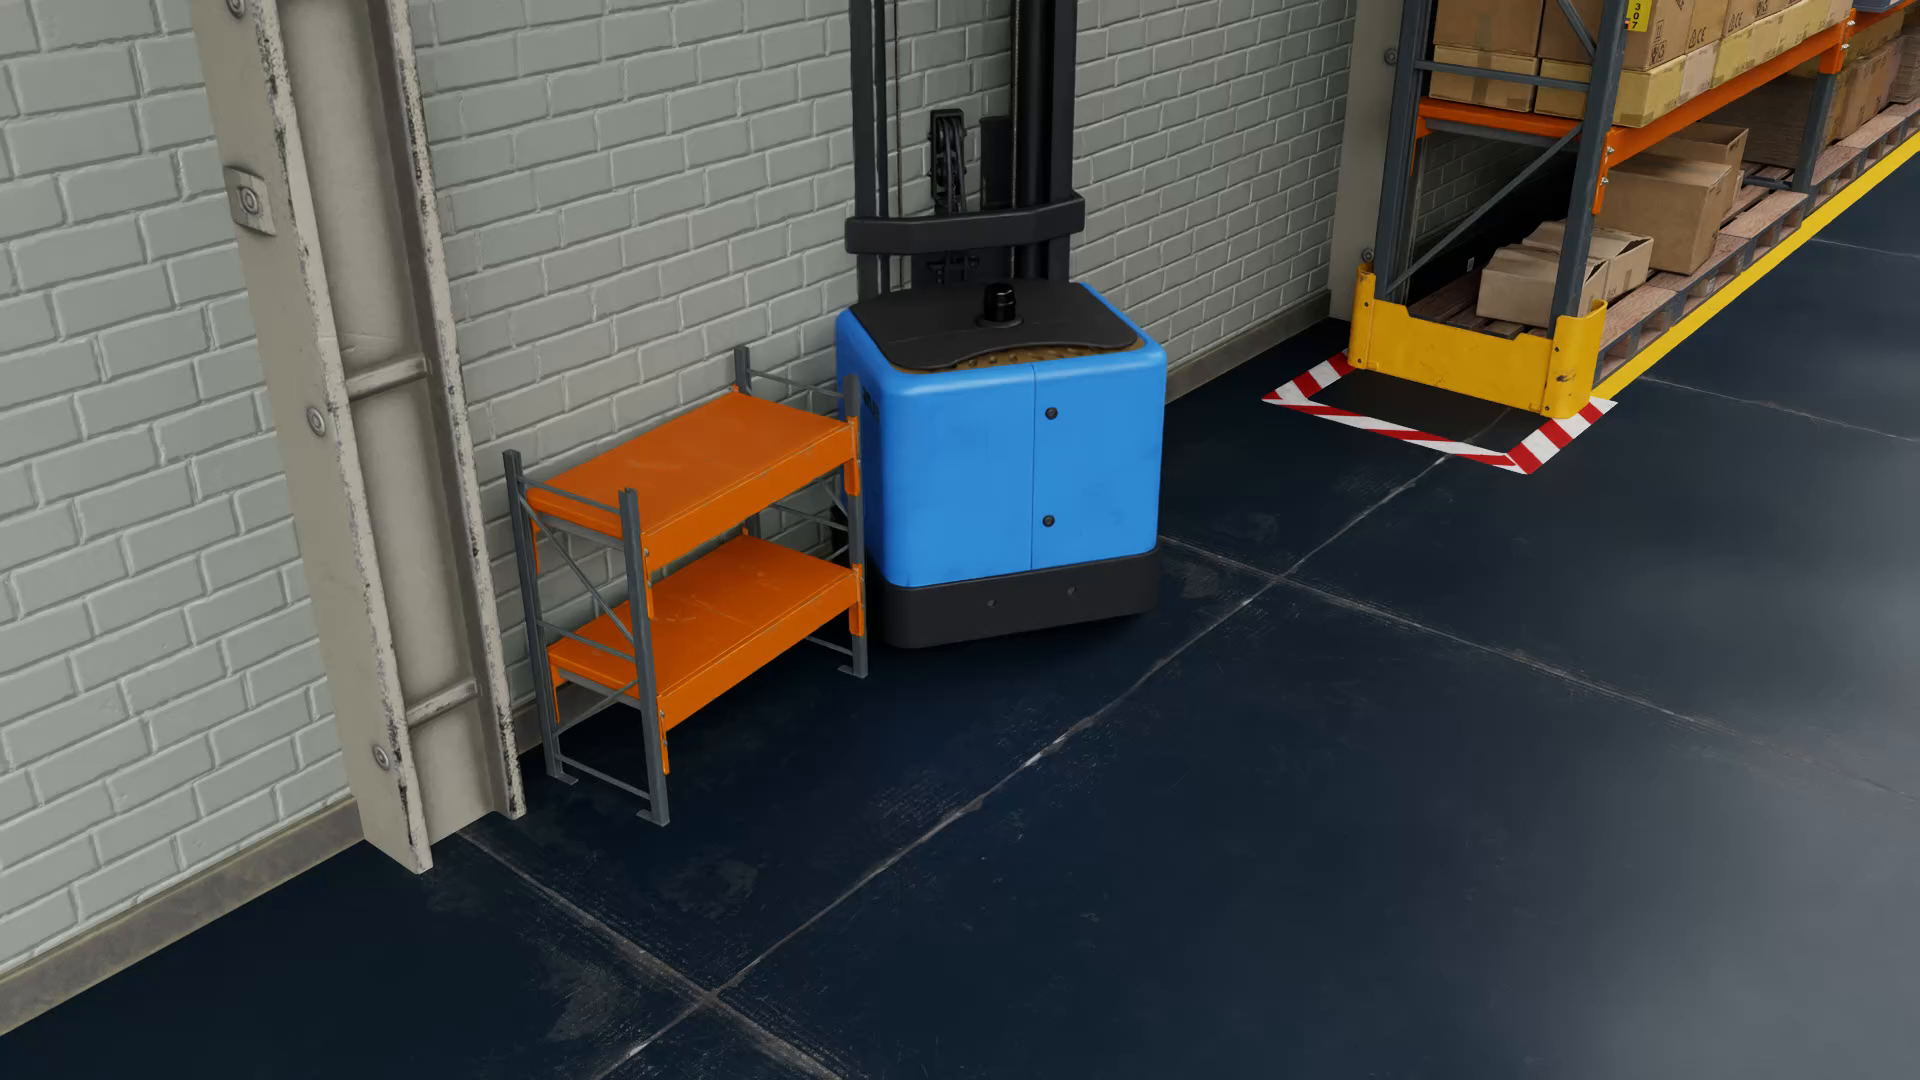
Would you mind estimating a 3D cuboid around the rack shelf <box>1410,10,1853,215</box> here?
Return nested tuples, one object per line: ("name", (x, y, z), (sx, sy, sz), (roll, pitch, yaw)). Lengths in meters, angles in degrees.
("rack shelf", (3.734, -2.485, 9.071), (1.077, 0.370, 4.000), (21, 34, 34))

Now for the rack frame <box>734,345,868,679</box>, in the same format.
("rack frame", (-0.538, -0.084, 5.687), (0.500, 1.125, 0.032), (17, 32, 30))

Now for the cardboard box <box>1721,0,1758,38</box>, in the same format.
("cardboard box", (3.653, -2.805, 8.234), (0.500, 0.500, 0.500), (19, 33, 33))

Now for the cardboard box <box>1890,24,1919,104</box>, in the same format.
("cardboard box", (7.133, -3.746, 12.968), (0.700, 0.500, 0.500), (21, 34, 35))

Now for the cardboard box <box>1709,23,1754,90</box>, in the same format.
("cardboard box", (3.665, -2.485, 8.430), (0.500, 0.250, 0.500), (20, 34, 34))

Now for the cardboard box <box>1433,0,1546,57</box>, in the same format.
("cardboard box", (2.598, -2.600, 7.836), (0.500, 0.500, 0.500), (20, 34, 34))

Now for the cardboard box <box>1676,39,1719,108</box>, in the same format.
("cardboard box", (3.337, -2.306, 8.084), (0.500, 0.250, 0.500), (20, 33, 33))

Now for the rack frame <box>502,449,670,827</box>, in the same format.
("rack frame", (-1.103, 0.305, 4.936), (0.500, 1.125, 0.032), (17, 32, 30))

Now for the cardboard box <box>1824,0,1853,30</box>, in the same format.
("cardboard box", (4.939, -3.199, 9.811), (0.500, 0.250, 0.500), (21, 34, 35))

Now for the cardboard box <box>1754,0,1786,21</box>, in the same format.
("cardboard box", (3.972, -2.992, 8.594), (0.500, 0.500, 0.500), (22, 35, 36))

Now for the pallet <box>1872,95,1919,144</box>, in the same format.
("pallet", (7.052, -3.416, 13.124), (1.003, 0.211, 1.213), (21, 34, 34))

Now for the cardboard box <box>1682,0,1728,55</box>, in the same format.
("cardboard box", (3.320, -2.624, 7.883), (0.500, 0.500, 0.500), (21, 34, 35))

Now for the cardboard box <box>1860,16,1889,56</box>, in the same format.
("cardboard box", (6.399, -3.712, 12.085), (0.500, 0.250, 0.500), (21, 34, 34))

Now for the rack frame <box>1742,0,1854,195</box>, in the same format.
("rack frame", (5.006, -3.513, 10.277), (1.000, 3.000, 0.127), (21, 34, 34))

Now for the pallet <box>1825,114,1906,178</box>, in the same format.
("pallet", (6.276, -2.986, 12.292), (1.003, 0.211, 1.213), (21, 34, 34))

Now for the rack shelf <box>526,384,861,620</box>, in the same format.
("rack shelf", (-0.821, -0.149, 5.177), (0.538, 0.278, 1.000), (17, 32, 30))

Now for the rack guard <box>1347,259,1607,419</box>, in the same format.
("rack guard", (2.510, -1.012, 8.162), (1.175, 0.500, 0.348), (21, 34, 34))

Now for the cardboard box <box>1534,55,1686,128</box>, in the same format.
("cardboard box", (3.018, -2.117, 7.720), (0.500, 0.250, 0.500), (20, 33, 33))

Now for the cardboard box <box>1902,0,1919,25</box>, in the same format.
("cardboard box", (8.120, -4.386, 13.845), (0.750, 0.750, 0.750), (20, 34, 34))

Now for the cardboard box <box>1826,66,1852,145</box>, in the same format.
("cardboard box", (5.752, -3.062, 11.646), (0.700, 0.500, 0.500), (20, 33, 33))

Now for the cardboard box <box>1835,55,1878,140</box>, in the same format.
("cardboard box", (6.107, -3.231, 11.973), (0.700, 0.500, 0.500), (21, 34, 35))

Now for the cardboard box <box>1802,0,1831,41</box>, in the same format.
("cardboard box", (4.616, -3.025, 9.474), (0.500, 0.250, 0.500), (21, 34, 35))

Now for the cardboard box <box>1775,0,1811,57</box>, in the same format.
("cardboard box", (4.308, -2.842, 9.120), (0.500, 0.250, 0.500), (21, 34, 34))

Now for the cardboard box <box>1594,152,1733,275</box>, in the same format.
("cardboard box", (3.839, -1.847, 9.297), (0.700, 0.500, 0.500), (18, 33, 31))

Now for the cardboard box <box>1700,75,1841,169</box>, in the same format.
("cardboard box", (5.462, -2.864, 11.264), (0.700, 0.500, 0.500), (22, 35, 36))

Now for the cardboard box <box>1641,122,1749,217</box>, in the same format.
("cardboard box", (4.377, -2.219, 10.016), (0.500, 0.500, 0.500), (18, 32, 31))

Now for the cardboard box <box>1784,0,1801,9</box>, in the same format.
("cardboard box", (4.303, -3.177, 8.951), (0.500, 0.500, 0.500), (20, 33, 33))

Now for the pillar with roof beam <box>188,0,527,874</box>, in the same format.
("pillar with roof beam", (1.745, -1.875, 0.581), (9.100, 9.000, 0.400), (21, 34, 34))

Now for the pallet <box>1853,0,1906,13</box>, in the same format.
("pallet", (5.605, -3.656, 10.762), (1.003, 0.211, 1.213), (21, 34, 34))

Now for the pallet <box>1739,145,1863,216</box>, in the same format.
("pallet", (5.500, -2.551, 11.452), (1.003, 0.211, 1.213), (21, 34, 34))

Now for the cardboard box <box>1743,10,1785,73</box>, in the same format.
("cardboard box", (3.989, -2.663, 8.775), (0.500, 0.250, 0.500), (21, 34, 35))

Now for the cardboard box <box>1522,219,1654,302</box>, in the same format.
("cardboard box", (3.334, -1.517, 8.866), (0.500, 0.311, 0.500), (24, 36, 38))

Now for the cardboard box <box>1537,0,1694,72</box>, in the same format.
("cardboard box", (2.998, -2.452, 7.550), (0.500, 0.500, 0.500), (21, 34, 34))

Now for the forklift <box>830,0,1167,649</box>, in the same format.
("forklift", (-0.193, -1.577, 6.609), (1.130, 2.935, 3.031), (-8, 28, -15))

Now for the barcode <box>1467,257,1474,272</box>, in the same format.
("barcode", (2.675, -1.443, 8.712), (0.001, 0.075, 0.075), (21, 34, 34))

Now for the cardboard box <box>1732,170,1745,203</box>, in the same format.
("cardboard box", (4.689, -2.252, 10.443), (0.380, 0.166, 0.250), (16, 31, 28))

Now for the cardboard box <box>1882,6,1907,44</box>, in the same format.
("cardboard box", (6.722, -3.895, 12.441), (0.500, 0.250, 0.500), (21, 34, 35))

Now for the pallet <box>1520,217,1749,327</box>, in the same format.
("pallet", (3.831, -1.592, 9.597), (1.003, 0.211, 1.213), (21, 34, 34))

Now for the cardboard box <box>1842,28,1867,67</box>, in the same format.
("cardboard box", (6.067, -3.540, 11.754), (0.500, 0.250, 0.500), (20, 33, 33))

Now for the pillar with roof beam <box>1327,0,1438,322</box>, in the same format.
("pillar with roof beam", (5.562, -4.002, 4.693), (9.100, 9.000, 0.400), (21, 34, 34))

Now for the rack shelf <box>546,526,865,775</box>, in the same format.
("rack shelf", (-0.821, 0.328, 5.424), (0.538, 0.278, 1.000), (17, 32, 30))

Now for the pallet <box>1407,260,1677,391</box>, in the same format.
("pallet", (3.054, -1.161, 8.765), (1.003, 0.211, 1.213), (21, 34, 34))

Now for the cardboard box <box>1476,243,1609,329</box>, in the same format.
("cardboard box", (2.972, -1.315, 8.475), (0.500, 0.311, 0.500), (17, 32, 29))

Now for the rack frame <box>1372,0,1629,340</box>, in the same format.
("rack frame", (2.462, -2.095, 7.535), (1.000, 3.000, 0.127), (21, 34, 34))

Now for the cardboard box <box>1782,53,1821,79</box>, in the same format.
("cardboard box", (5.739, -3.354, 11.395), (0.500, 0.250, 0.500), (20, 33, 33))

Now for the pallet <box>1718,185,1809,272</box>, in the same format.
("pallet", (4.606, -2.026, 10.437), (1.003, 0.211, 1.213), (21, 34, 34))

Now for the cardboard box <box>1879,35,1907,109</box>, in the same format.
("cardboard box", (6.716, -3.597, 12.681), (0.700, 0.500, 0.500), (21, 34, 34))

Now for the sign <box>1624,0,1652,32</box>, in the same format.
("sign", (2.881, -2.321, 7.030), (0.100, 0.325, 0.005), (21, 34, 34))

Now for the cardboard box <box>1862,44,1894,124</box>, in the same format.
("cardboard box", (6.421, -3.413, 12.324), (0.700, 0.500, 0.500), (21, 34, 34))

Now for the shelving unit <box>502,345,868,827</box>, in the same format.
("shelving unit", (-0.821, 0.111, 5.312), (0.538, 1.125, 1.048), (17, 32, 30))

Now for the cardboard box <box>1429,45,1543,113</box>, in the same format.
("cardboard box", (2.610, -2.260, 7.995), (0.500, 0.250, 0.500), (21, 34, 35))

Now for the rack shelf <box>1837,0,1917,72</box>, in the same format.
("rack shelf", (6.279, -3.903, 11.813), (1.077, 0.370, 4.000), (21, 34, 34))
